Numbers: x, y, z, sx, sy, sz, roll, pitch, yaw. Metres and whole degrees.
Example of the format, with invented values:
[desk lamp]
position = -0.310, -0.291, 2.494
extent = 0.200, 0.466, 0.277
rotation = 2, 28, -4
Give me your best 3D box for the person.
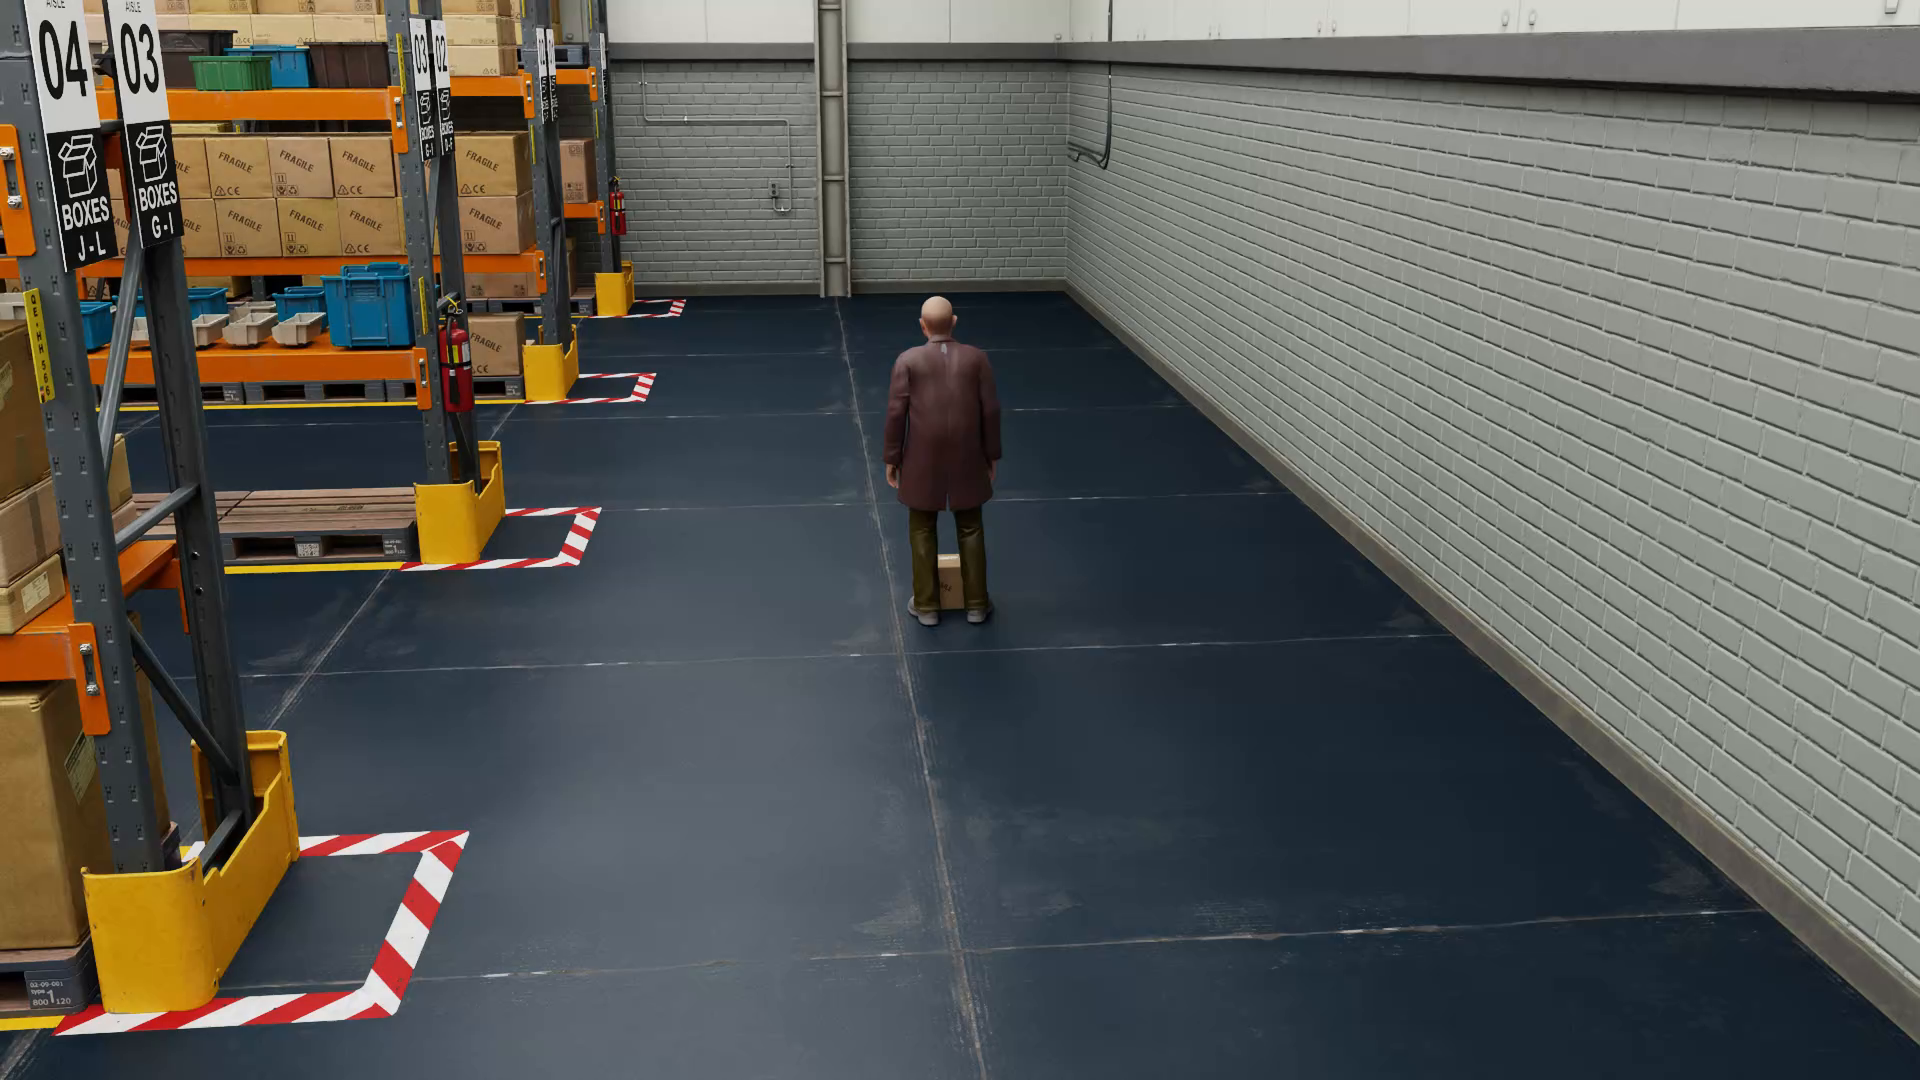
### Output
[person]
position = -0.077, -0.407, 8.999
extent = 0.642, 1.739, 0.428
rotation = -2, 17, -6
